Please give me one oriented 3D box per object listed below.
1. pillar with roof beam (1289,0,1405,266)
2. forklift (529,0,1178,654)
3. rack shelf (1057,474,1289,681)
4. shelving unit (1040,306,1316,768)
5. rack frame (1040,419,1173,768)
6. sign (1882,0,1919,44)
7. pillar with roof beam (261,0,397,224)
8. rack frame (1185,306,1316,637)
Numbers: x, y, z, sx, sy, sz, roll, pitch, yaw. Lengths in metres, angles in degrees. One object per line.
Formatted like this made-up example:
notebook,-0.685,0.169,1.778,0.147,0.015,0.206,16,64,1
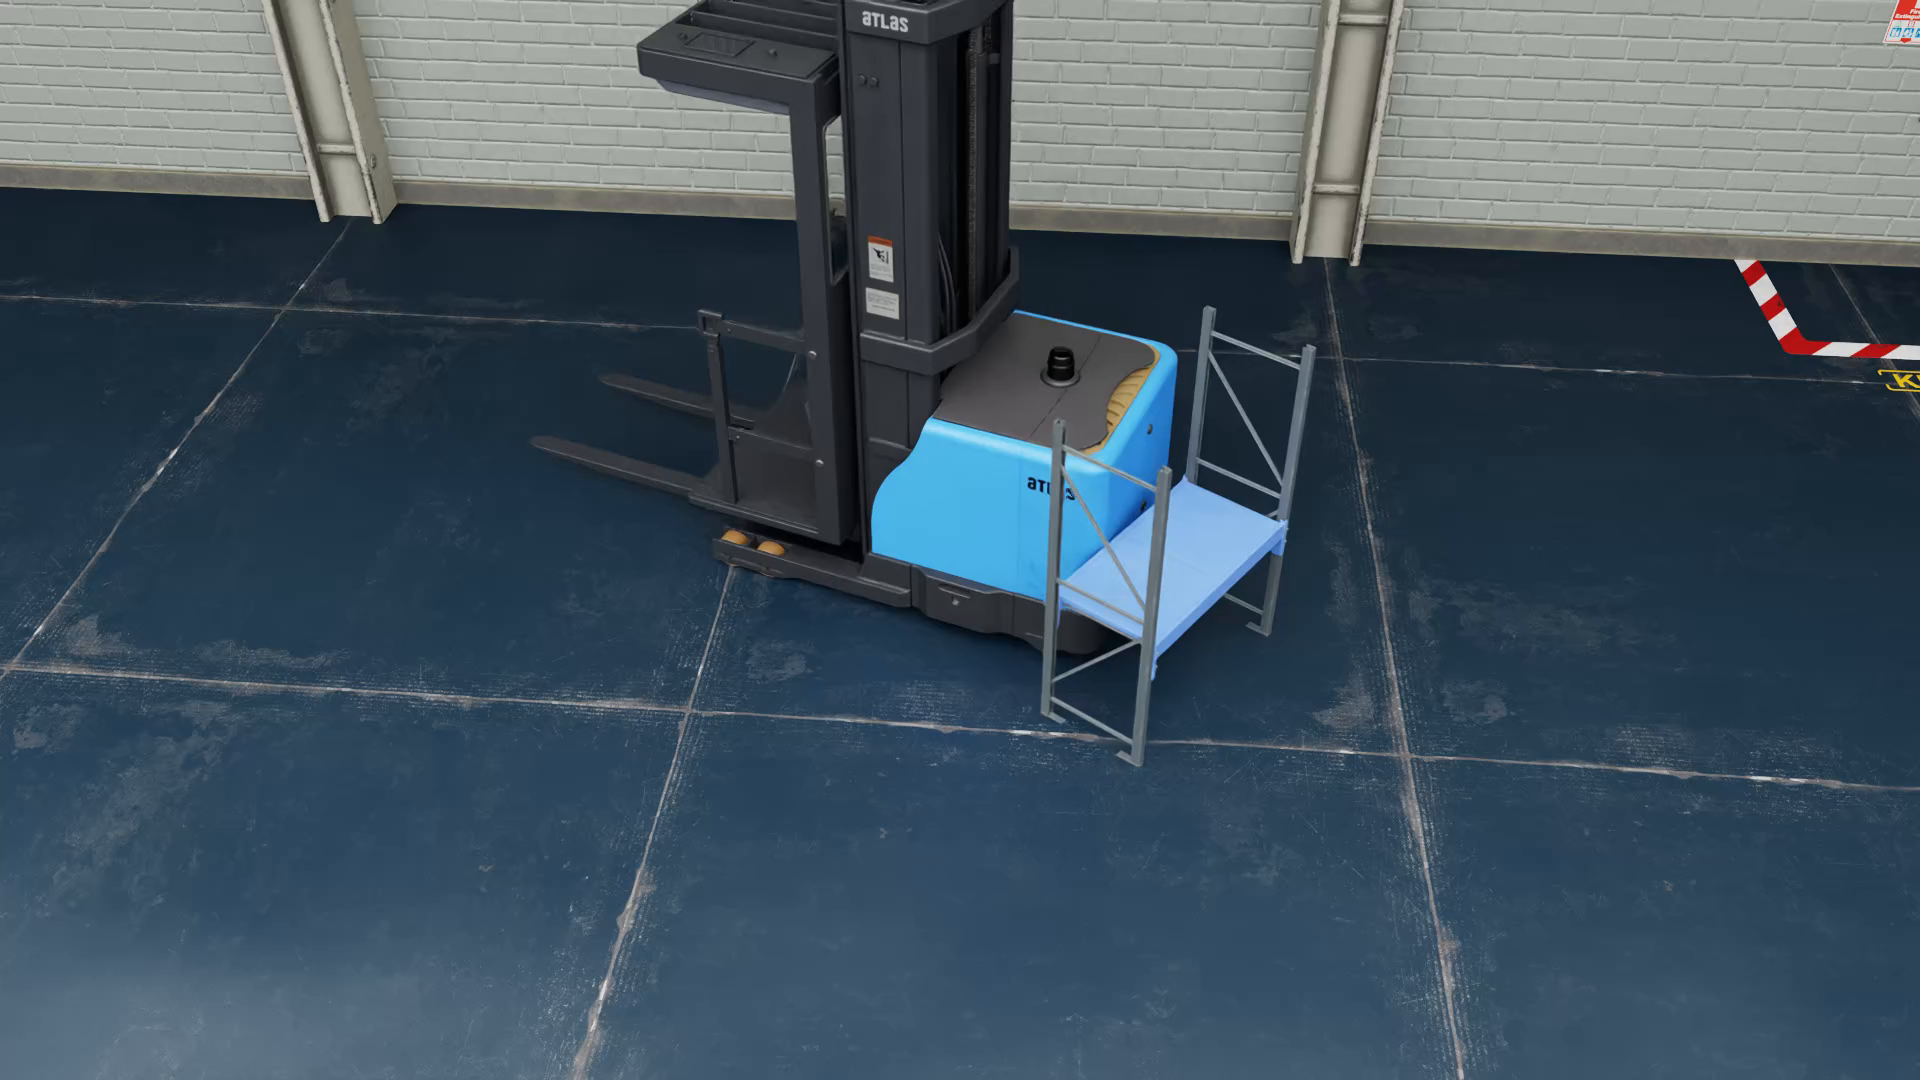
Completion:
pillar with roof beam,1.830,-2.528,3.897,0.400,9.000,9.100,3,39,4
forklift,-0.598,-1.253,7.137,3.031,2.935,1.130,15,42,18
rack shelf,0.863,0.132,6.855,0.538,0.185,1.000,27,46,29
shelving unit,0.863,-0.008,6.742,0.538,1.500,1.048,27,46,29
rack frame,0.544,0.242,6.435,0.500,1.500,0.032,27,46,29
sign,5.178,-2.849,9.016,0.234,0.329,0.001,3,39,4
pillar with roof beam,-4.148,-2.854,4.299,0.400,9.000,9.100,3,39,4
rack frame,1.182,-0.257,7.049,0.500,1.500,0.032,27,46,29
